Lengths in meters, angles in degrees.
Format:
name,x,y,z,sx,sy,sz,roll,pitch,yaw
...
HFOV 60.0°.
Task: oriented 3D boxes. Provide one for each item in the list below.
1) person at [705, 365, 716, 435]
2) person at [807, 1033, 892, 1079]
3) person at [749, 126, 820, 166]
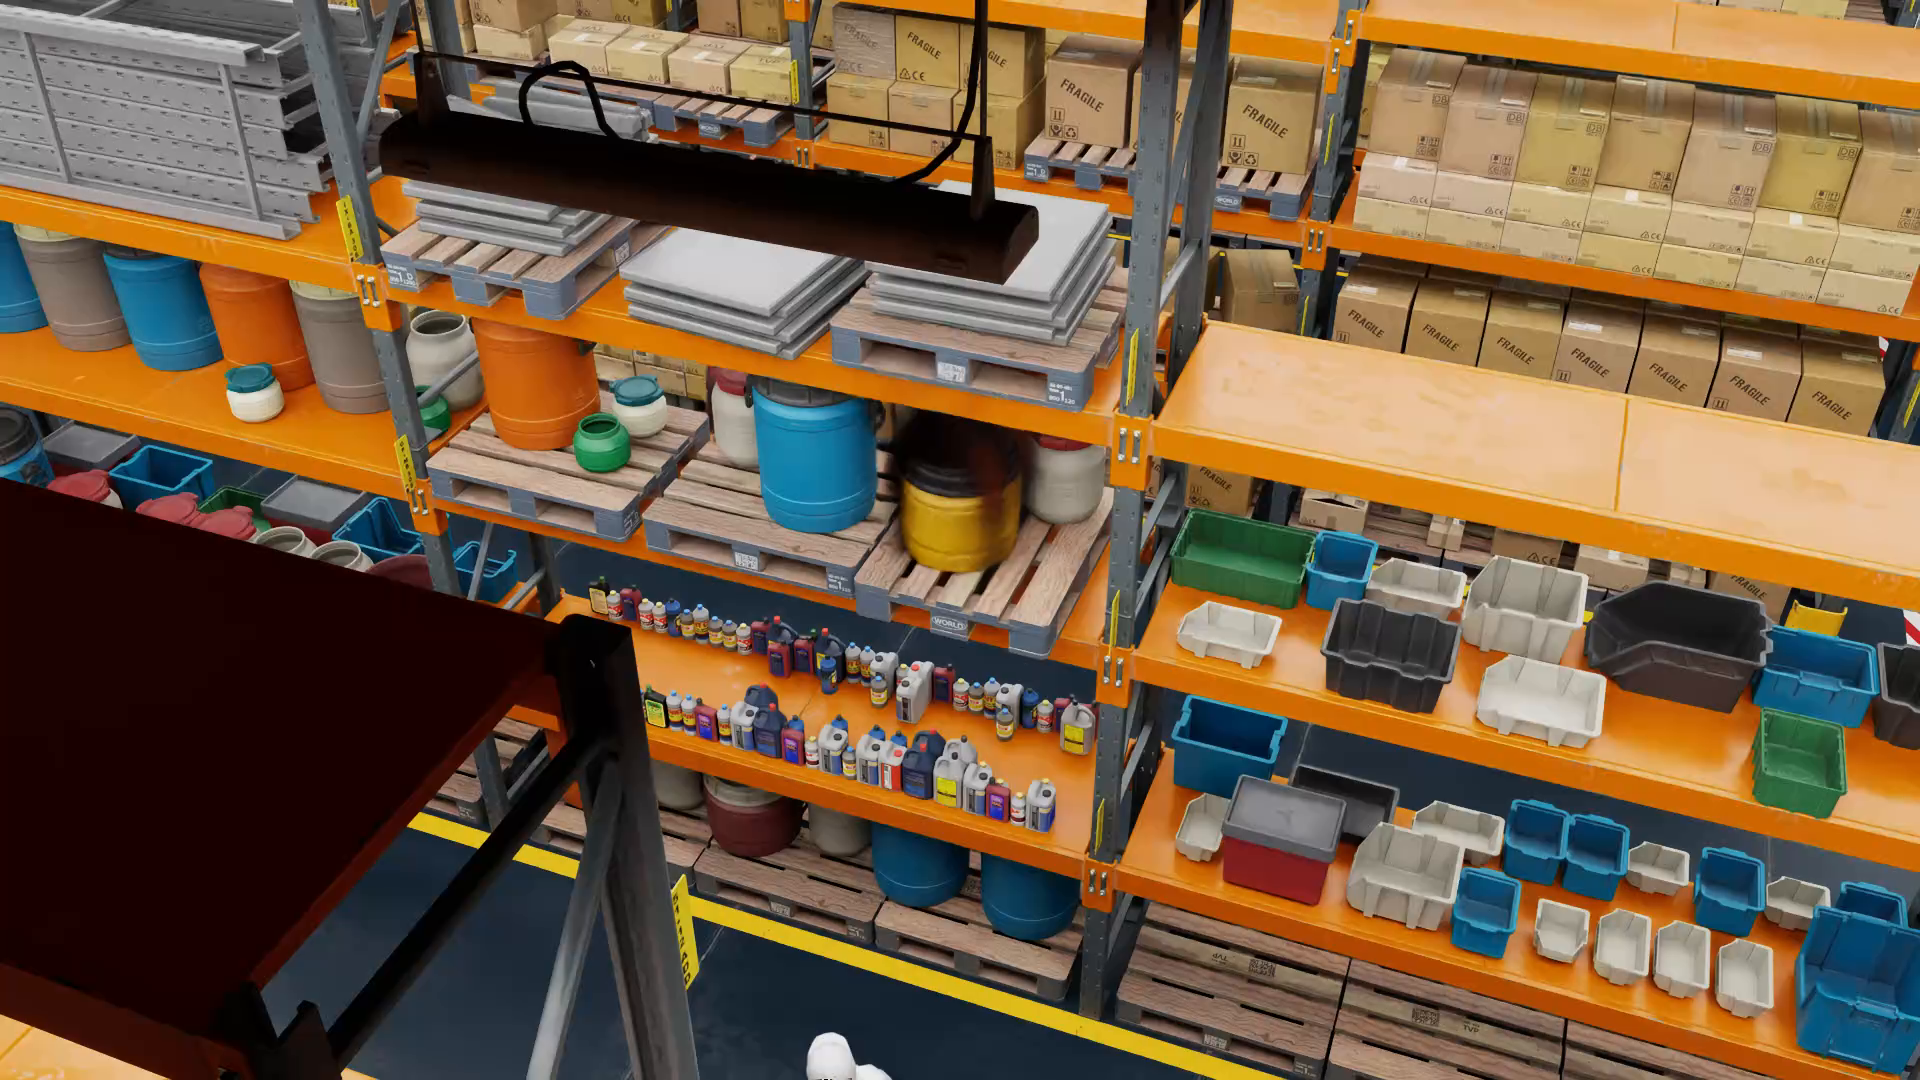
name,x,y,z,sx,sy,sz,roll,pitch,yaw
person,-1.692,-0.771,12.647,0.614,1.789,0.668,26,44,31
person,-0.620,2.848,7.722,0.566,1.795,0.675,30,46,34
person,-1.814,-3.921,17.212,0.618,1.809,0.552,20,41,24
